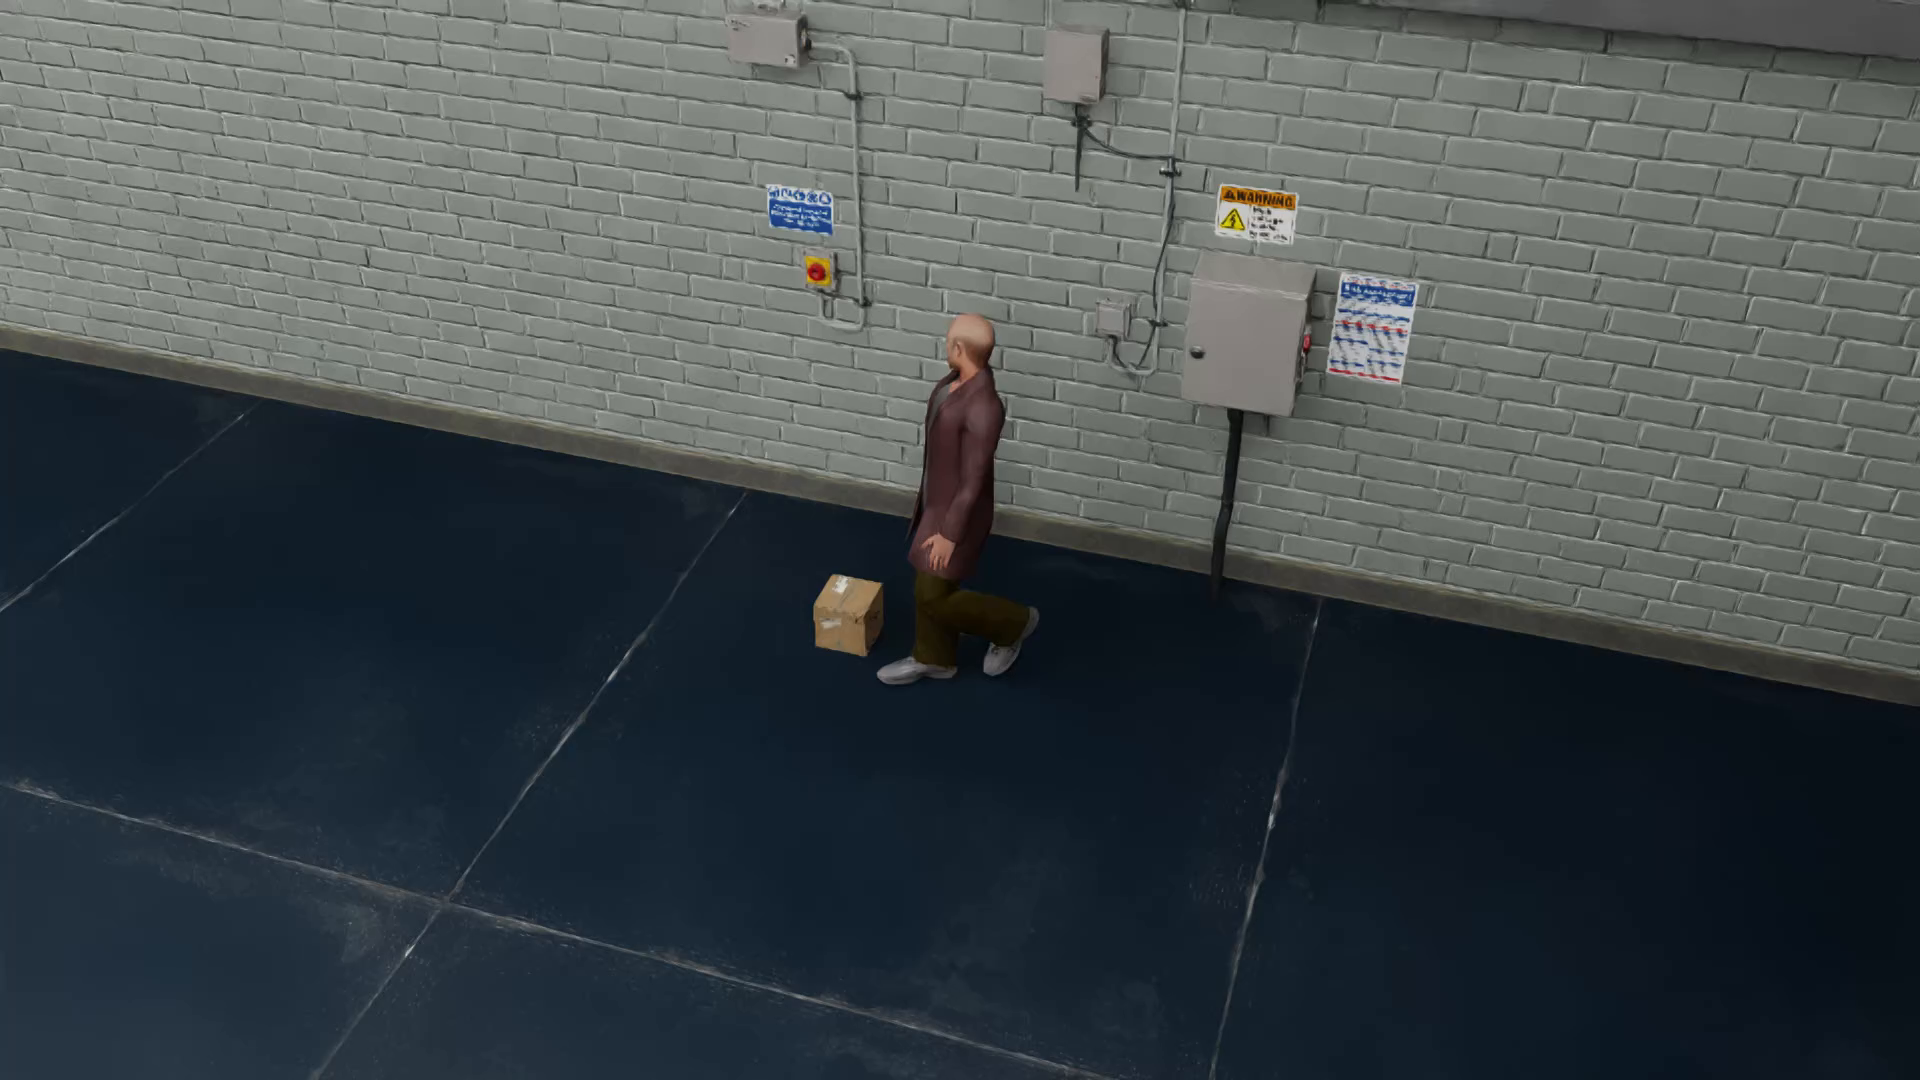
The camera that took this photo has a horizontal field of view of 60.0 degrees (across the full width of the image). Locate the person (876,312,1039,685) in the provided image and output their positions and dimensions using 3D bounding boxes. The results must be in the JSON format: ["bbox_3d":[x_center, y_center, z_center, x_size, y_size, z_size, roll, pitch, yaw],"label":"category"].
[{"bbox_3d":[-0.030,-0.135,7.105,0.733,1.754,0.648,-7,37,-9],"label":"person"}]
